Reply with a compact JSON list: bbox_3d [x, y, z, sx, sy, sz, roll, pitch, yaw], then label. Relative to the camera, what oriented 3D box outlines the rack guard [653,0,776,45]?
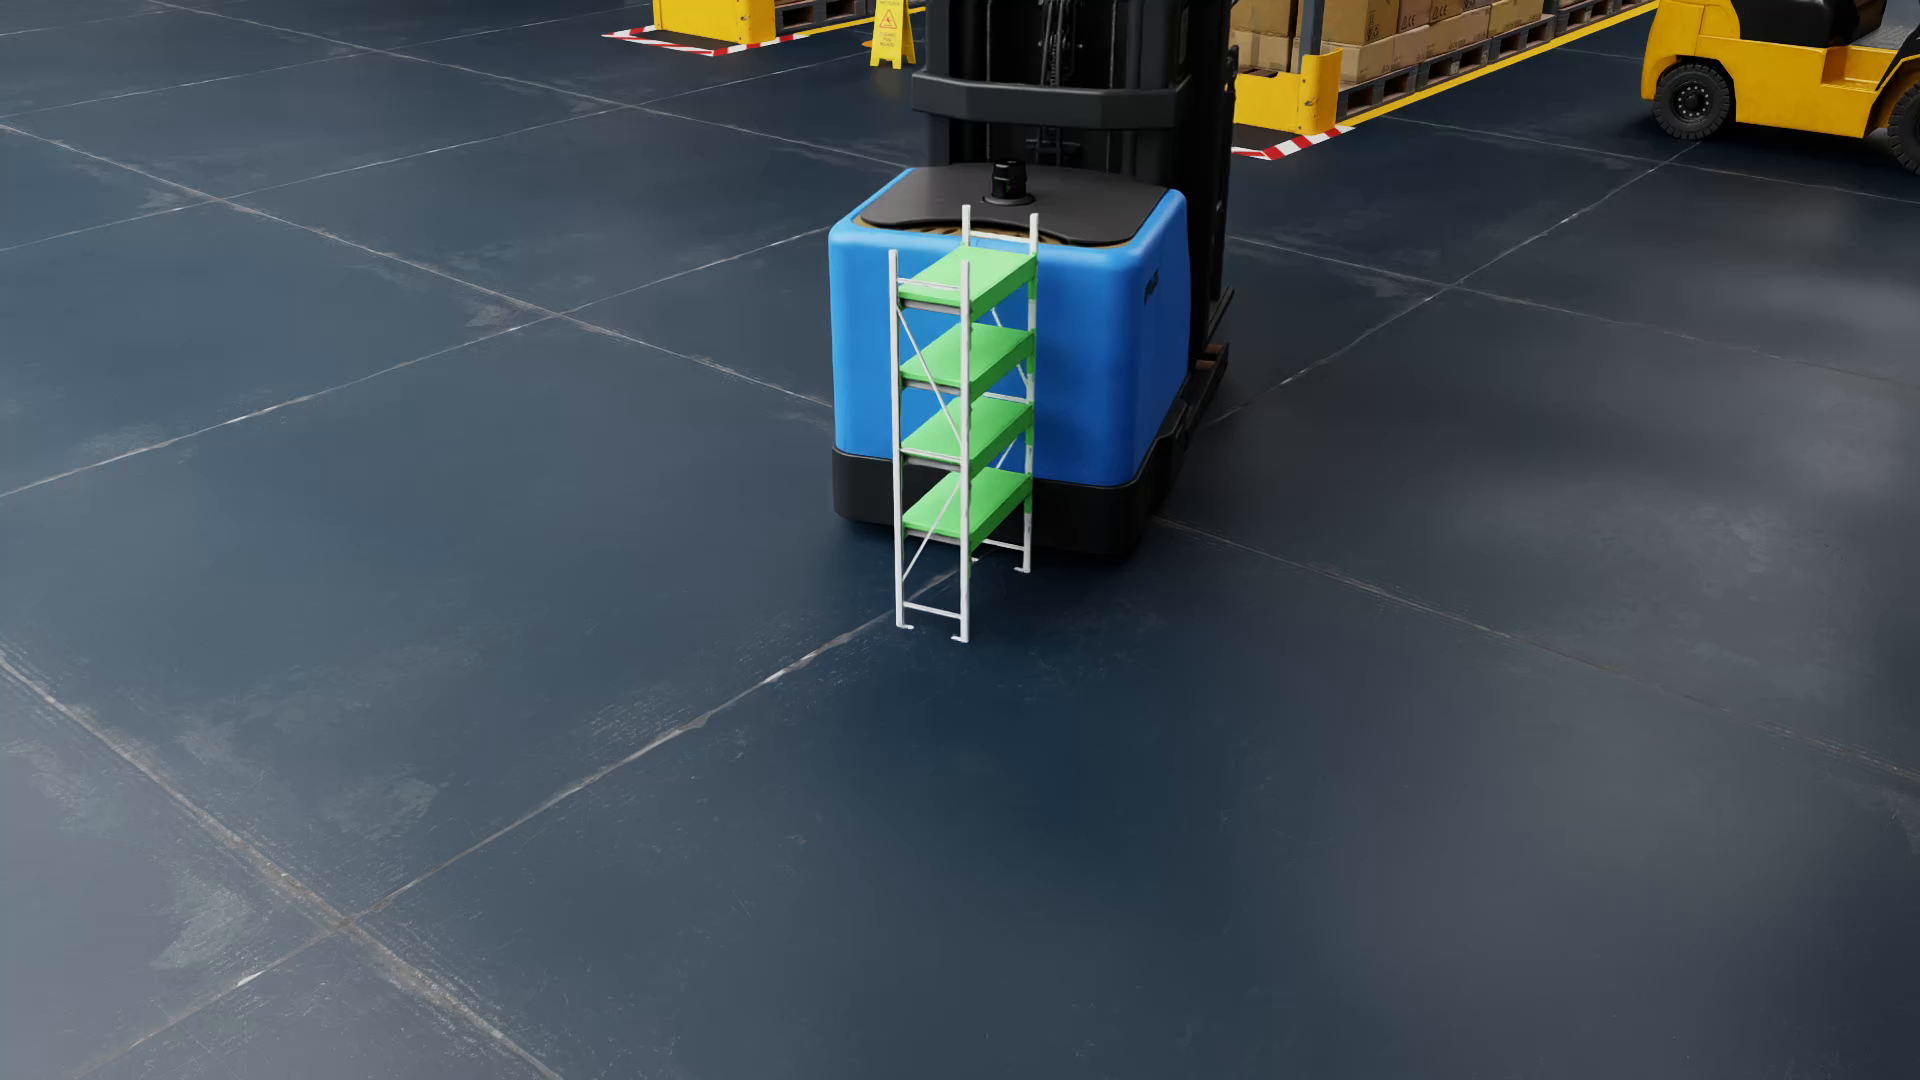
[{"bbox_3d":[-2.031,-4.413,13.643,1.175,0.500,0.348,21,34,34],"label":"rack guard"}]

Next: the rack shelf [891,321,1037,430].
[{"bbox_3d":[0.018,-0.503,4.939,0.258,0.148,0.480,12,30,22],"label":"rack shelf"}]

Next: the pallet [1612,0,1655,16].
[{"bbox_3d":[5.682,-5.012,15.114,1.003,0.211,1.213,21,34,34],"label":"pallet"}]

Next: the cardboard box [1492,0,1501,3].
[{"bbox_3d":[3.921,-4.368,12.555,0.500,0.500,0.500,21,34,35],"label":"cardboard box"}]

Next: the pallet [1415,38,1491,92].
[{"bbox_3d":[3.237,-3.618,12.420,1.003,0.211,1.213,21,34,34],"label":"pallet"}]

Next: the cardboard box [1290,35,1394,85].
[{"bbox_3d":[2.594,-3.291,11.289,0.500,0.250,0.500,20,34,34],"label":"cardboard box"}]

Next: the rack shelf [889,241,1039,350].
[{"bbox_3d":[0.018,-0.716,4.829,0.258,0.148,0.480,12,30,22],"label":"rack shelf"}]

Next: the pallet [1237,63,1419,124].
[{"bbox_3d":[2.460,-3.187,11.587,1.003,0.211,1.213,21,34,34],"label":"pallet"}]

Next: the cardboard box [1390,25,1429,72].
[{"bbox_3d":[2.925,-3.470,11.635,0.500,0.250,0.500,22,35,36],"label":"cardboard box"}]

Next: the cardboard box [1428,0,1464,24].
[{"bbox_3d":[3.264,-3.995,11.834,0.500,0.500,0.500,22,34,35],"label":"cardboard box"}]

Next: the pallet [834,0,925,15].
[{"bbox_3d":[-0.791,-5.030,15.150,1.003,0.211,1.213,21,34,34],"label":"pallet"}]

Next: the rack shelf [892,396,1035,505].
[{"bbox_3d":[0.018,-0.290,5.050,0.258,0.148,0.480,12,30,22],"label":"rack shelf"}]

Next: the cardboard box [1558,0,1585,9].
[{"bbox_3d":[4.744,-4.745,13.967,0.950,0.372,0.625,21,34,35],"label":"cardboard box"}]

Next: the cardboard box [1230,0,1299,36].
[{"bbox_3d":[2.176,-3.780,11.417,0.500,0.500,0.500,21,34,35],"label":"cardboard box"}]

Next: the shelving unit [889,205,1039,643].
[{"bbox_3d":[0.018,-0.347,5.020,0.258,1.200,0.503,12,30,22],"label":"shelving unit"}]

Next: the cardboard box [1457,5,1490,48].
[{"bbox_3d":[3.586,-3.846,12.361,0.500,0.250,0.500,21,34,35],"label":"cardboard box"}]

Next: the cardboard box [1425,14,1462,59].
[{"bbox_3d":[3.262,-3.667,12.016,0.500,0.250,0.500,24,35,38],"label":"cardboard box"}]

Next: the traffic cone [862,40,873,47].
[{"bbox_3d":[-0.582,-4.178,13.229,0.336,0.463,0.334,21,34,34],"label":"traffic cone"}]

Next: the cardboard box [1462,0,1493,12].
[{"bbox_3d":[3.597,-4.187,12.205,0.500,0.500,0.500,23,35,37],"label":"cardboard box"}]

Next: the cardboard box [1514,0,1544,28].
[{"bbox_3d":[4.244,-4.216,13.077,0.500,0.250,0.500,23,35,37],"label":"cardboard box"}]

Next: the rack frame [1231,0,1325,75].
[{"bbox_3d":[1.868,-4.121,10.358,1.000,3.000,0.127,21,34,34],"label":"rack frame"}]

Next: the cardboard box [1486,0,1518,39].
[{"bbox_3d":[3.913,-4.025,12.707,0.500,0.250,0.500,20,33,33],"label":"cardboard box"}]

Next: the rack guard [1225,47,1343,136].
[{"bbox_3d":[1.916,-3.038,10.984,1.175,0.500,0.348,21,34,34],"label":"rack guard"}]

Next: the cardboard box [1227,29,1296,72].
[{"bbox_3d":[2.190,-3.460,11.615,0.500,0.250,0.500,21,34,34],"label":"cardboard box"}]

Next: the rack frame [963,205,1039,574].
[{"bbox_3d":[0.120,-0.448,5.217,0.240,1.200,0.015,12,30,22],"label":"rack frame"}]

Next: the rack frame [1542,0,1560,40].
[{"bbox_3d":[4.412,-5.539,13.099,1.000,3.000,0.127,21,34,34],"label":"rack frame"}]

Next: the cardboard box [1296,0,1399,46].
[{"bbox_3d":[2.609,-3.633,11.134,0.500,0.500,0.500,19,33,33],"label":"cardboard box"}]

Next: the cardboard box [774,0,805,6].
[{"bbox_3d":[-1.636,-5.034,13.979,0.875,0.875,0.875,21,34,35],"label":"cardboard box"}]

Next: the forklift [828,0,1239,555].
[{"bbox_3d":[0.488,-1.912,6.162,1.130,2.935,3.031,8,28,15],"label":"forklift"}]

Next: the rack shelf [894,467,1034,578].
[{"bbox_3d":[0.018,-0.077,5.160,0.258,0.148,0.480,12,30,22],"label":"rack shelf"}]

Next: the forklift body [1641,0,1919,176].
[{"bbox_3d":[5.499,-3.500,10.081,2.313,2.155,1.214,21,34,34],"label":"forklift body"}]

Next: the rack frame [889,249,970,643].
[{"bbox_3d":[-0.084,-0.245,4.824,0.240,1.200,0.015,12,30,22],"label":"rack frame"}]

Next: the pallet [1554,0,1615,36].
[{"bbox_3d":[4.906,-4.577,14.274,1.003,0.211,1.213,21,34,34],"label":"pallet"}]

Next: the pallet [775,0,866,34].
[{"bbox_3d":[-1.568,-4.600,14.318,1.003,0.211,1.213,21,34,34],"label":"pallet"}]

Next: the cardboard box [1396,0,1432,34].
[{"bbox_3d":[2.938,-3.820,11.495,0.500,0.500,0.500,19,33,33],"label":"cardboard box"}]

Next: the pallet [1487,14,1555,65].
[{"bbox_3d":[4.012,-4.052,13.259,1.003,0.211,1.213,21,34,34],"label":"pallet"}]

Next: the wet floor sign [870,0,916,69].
[{"bbox_3d":[-0.507,-3.897,12.487,0.267,0.644,0.232,15,31,26],"label":"wet floor sign"}]
